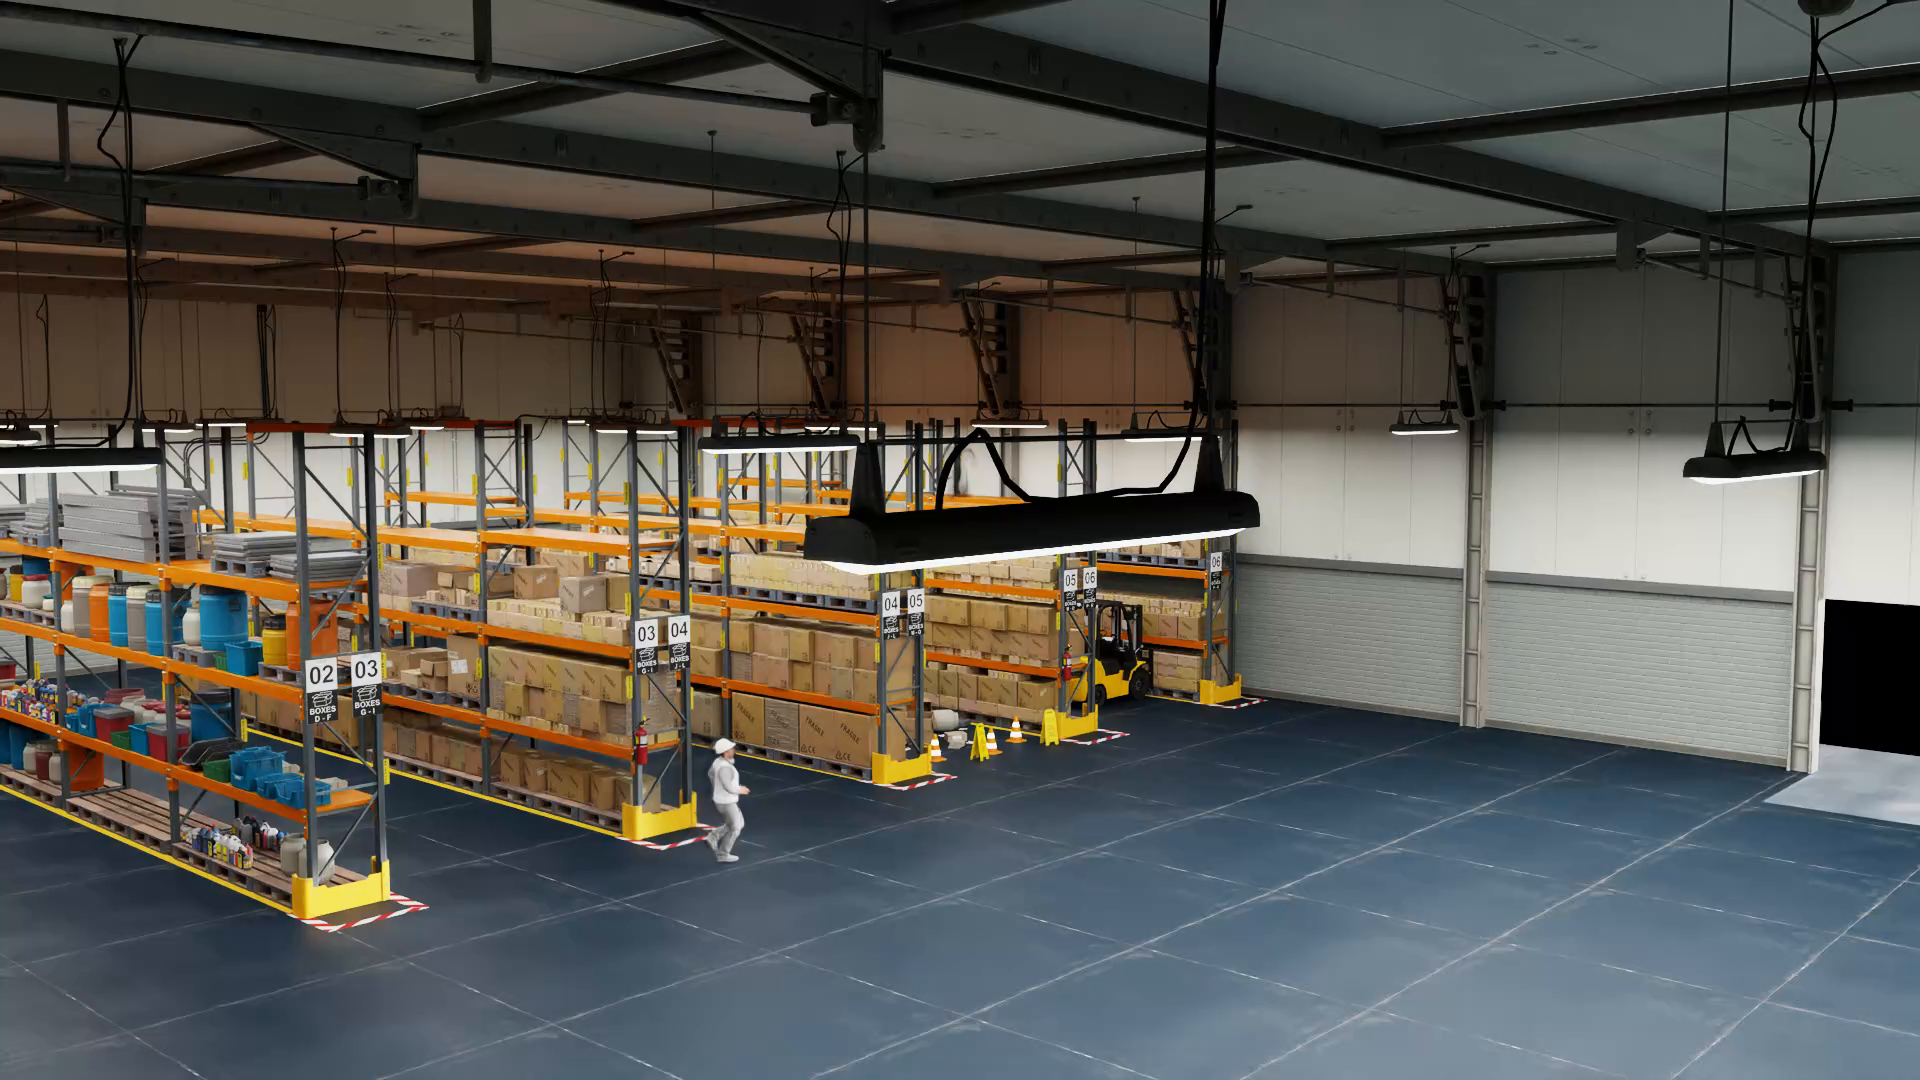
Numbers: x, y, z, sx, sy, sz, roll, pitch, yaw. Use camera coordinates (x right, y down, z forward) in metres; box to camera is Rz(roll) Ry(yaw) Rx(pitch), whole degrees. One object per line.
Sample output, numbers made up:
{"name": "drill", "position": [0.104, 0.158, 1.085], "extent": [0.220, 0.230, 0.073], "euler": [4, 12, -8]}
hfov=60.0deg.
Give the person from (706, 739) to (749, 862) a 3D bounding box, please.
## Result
{"name": "person", "position": [-3.212, 3.590, 22.973], "extent": [0.599, 1.726, 0.678], "euler": [-1, 5, -15]}
